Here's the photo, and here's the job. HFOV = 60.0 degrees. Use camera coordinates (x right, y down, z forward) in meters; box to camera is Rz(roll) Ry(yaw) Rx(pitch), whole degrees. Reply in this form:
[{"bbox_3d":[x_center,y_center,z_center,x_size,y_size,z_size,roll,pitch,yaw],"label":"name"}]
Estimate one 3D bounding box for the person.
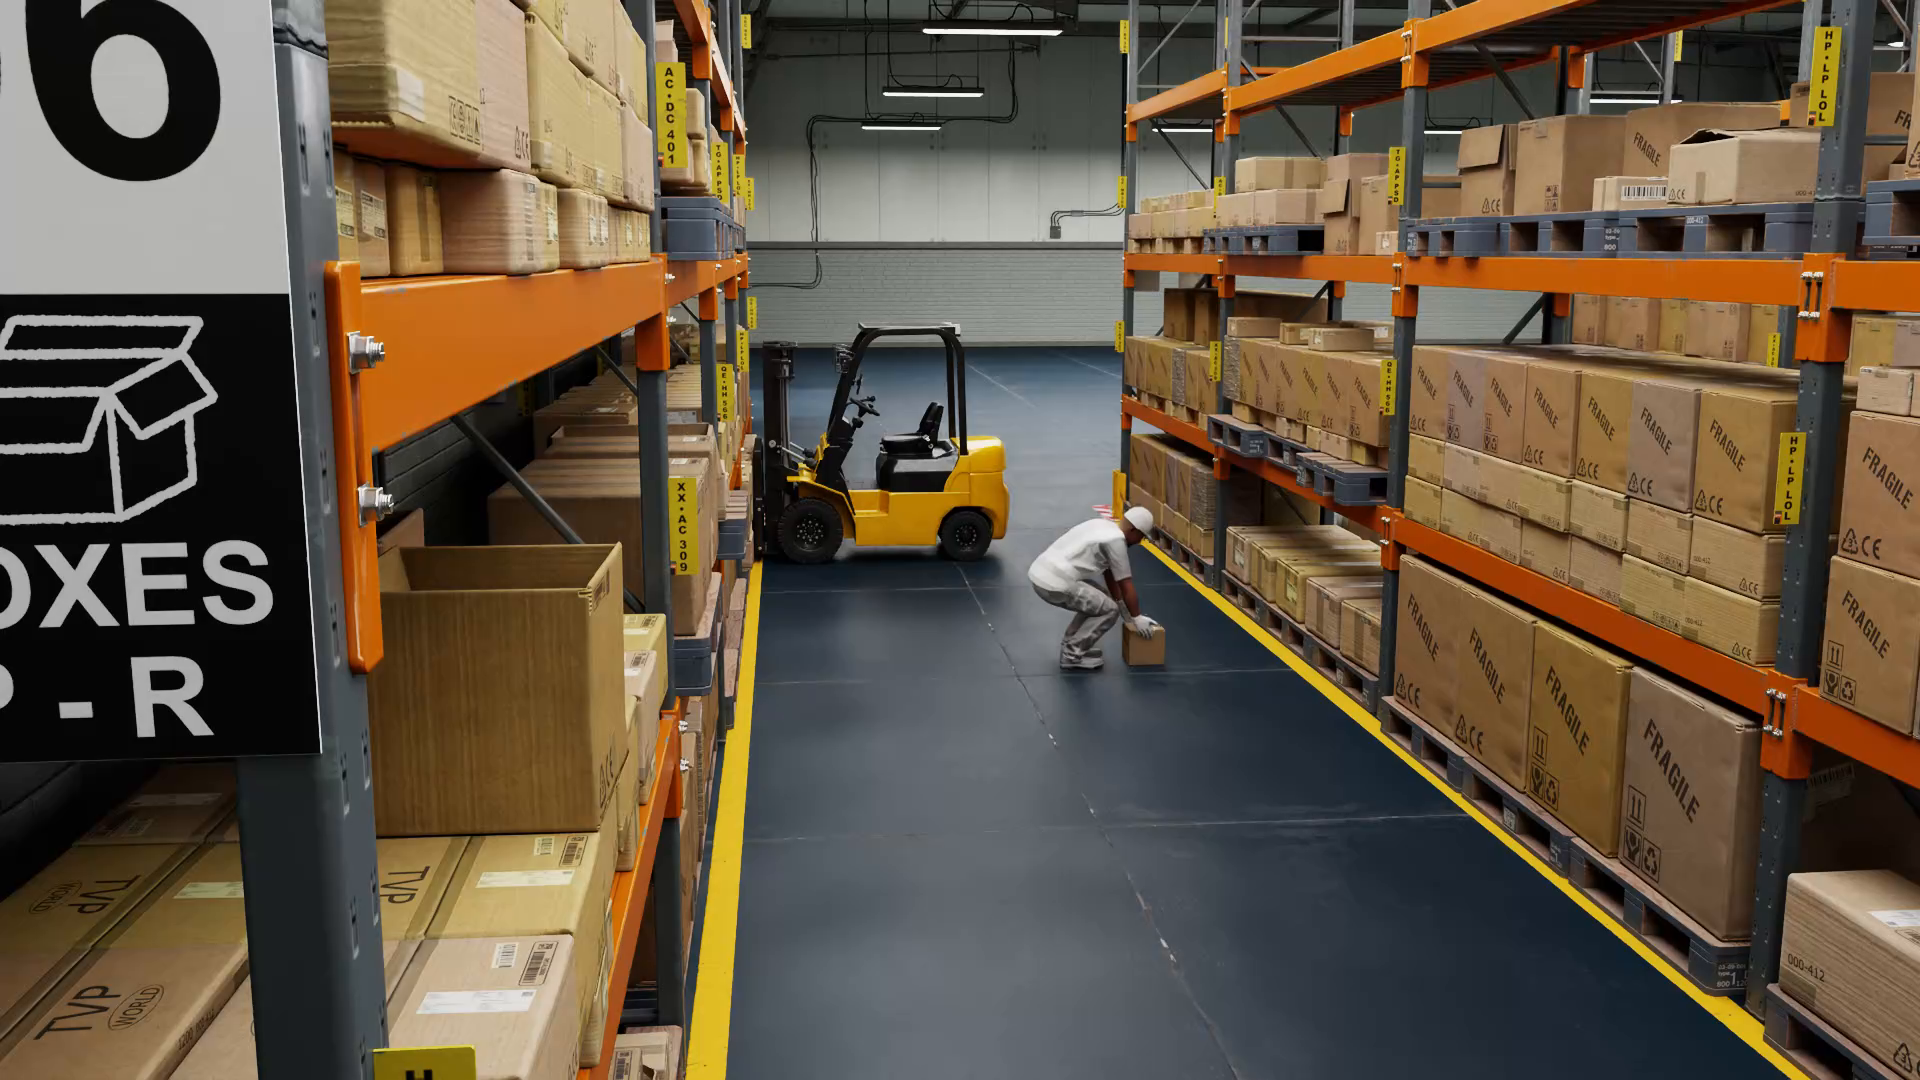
[{"bbox_3d":[0.910,0.316,11.566,0.877,1.087,0.588,-1,10,-6],"label":"person"}]
